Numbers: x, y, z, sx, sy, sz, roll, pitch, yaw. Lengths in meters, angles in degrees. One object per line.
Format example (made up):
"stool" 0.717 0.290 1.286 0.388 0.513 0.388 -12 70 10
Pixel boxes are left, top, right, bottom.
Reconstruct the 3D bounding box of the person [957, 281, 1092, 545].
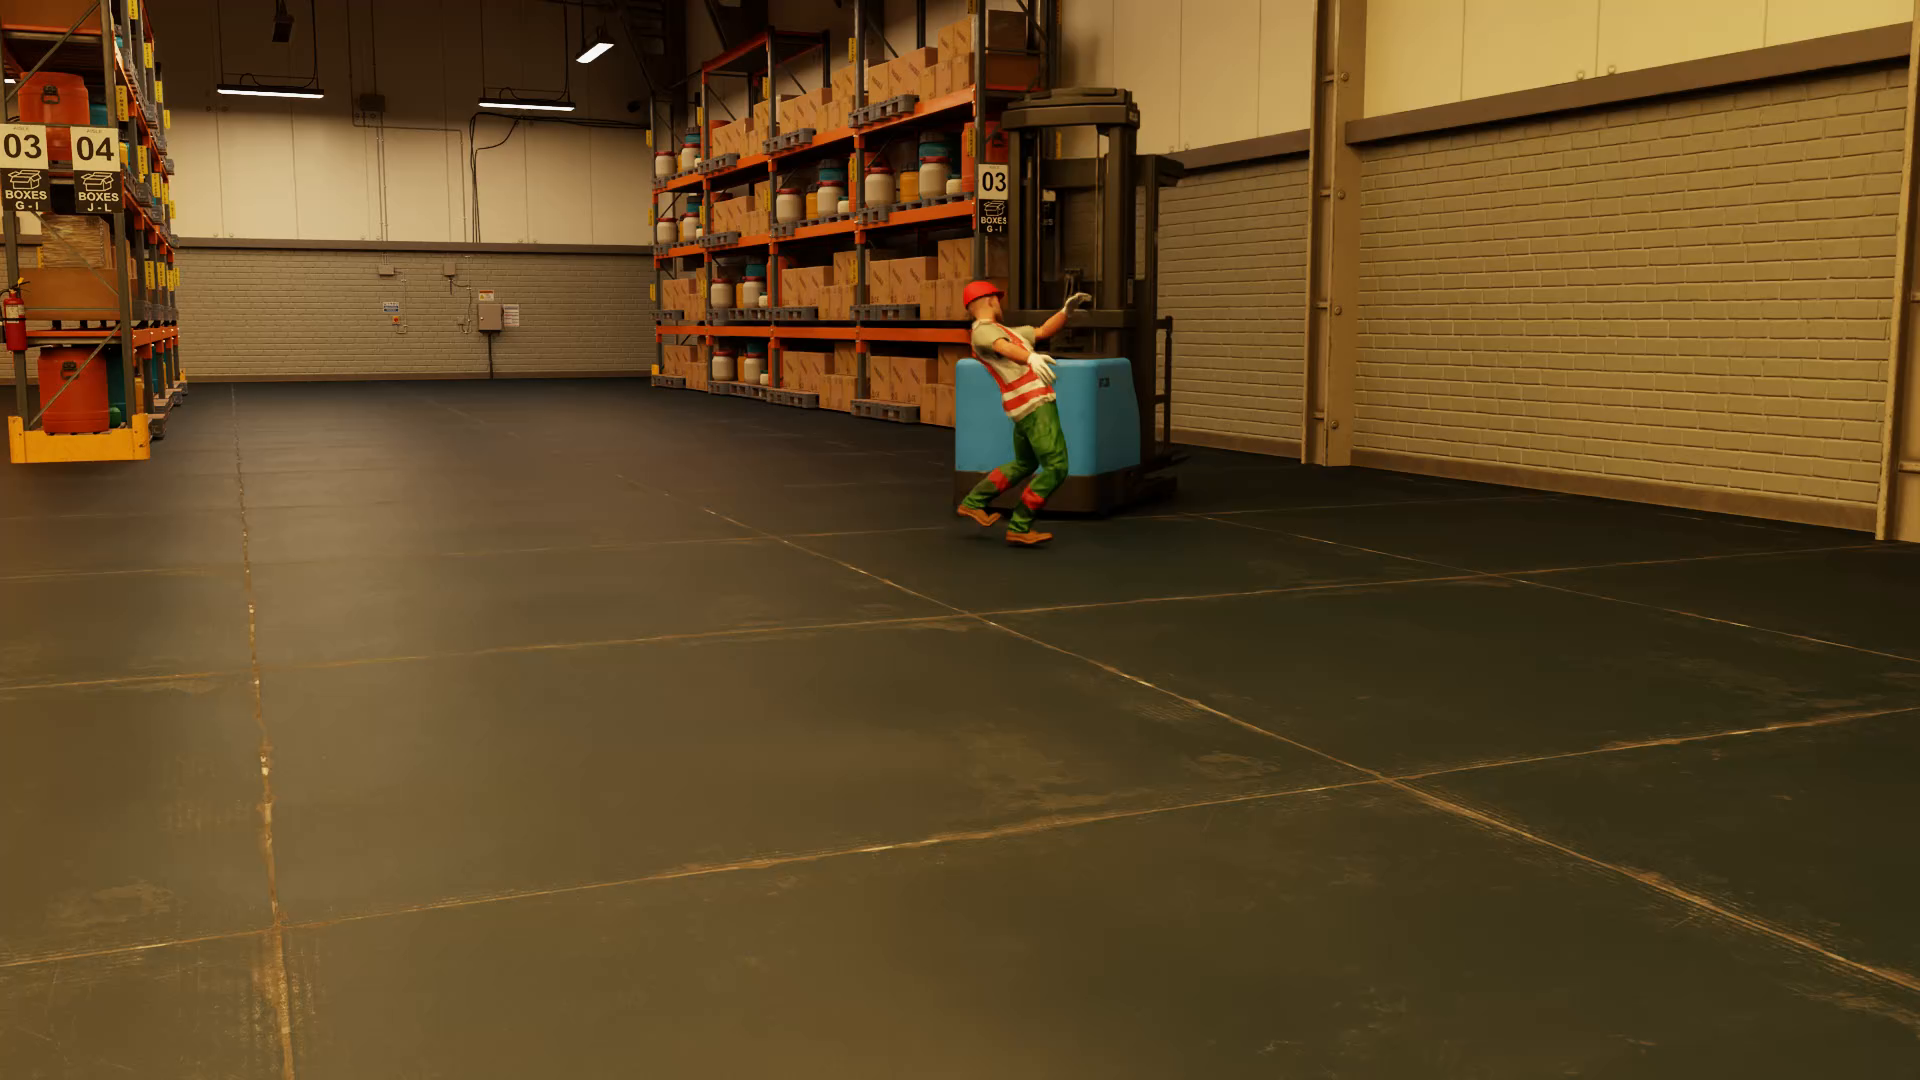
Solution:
"person" 0.408 -0.752 9.789 0.782 1.542 1.045 -1 8 -5

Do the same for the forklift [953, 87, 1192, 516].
"forklift" 1.004 -1.771 12.373 1.130 2.935 3.031 3 8 23
